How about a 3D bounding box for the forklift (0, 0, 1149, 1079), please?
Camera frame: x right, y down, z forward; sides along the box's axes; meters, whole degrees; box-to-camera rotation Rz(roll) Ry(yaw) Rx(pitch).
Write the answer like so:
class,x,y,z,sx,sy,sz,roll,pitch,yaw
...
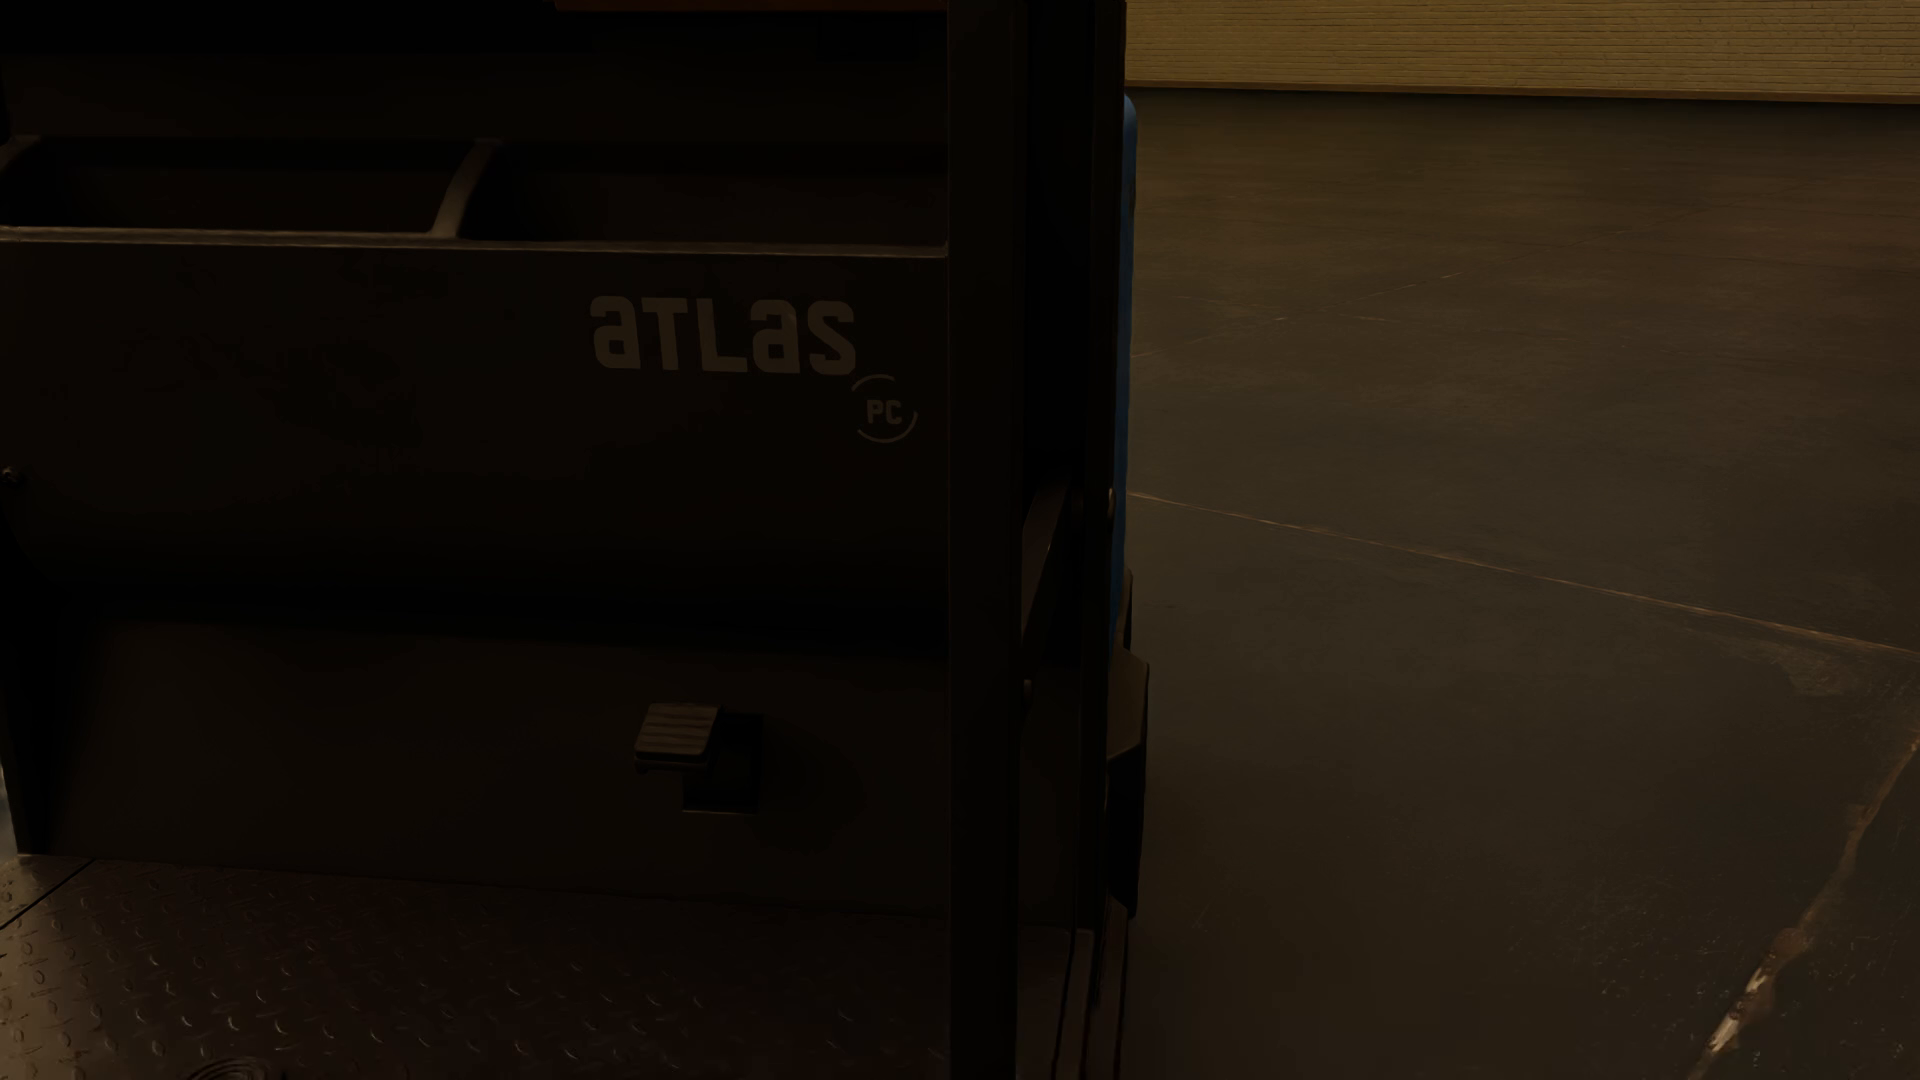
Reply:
class,x,y,z,sx,sy,sz,roll,pitch,yaw
forklift,-0.439,-0.664,1.084,1.130,2.935,3.031,2,17,8
